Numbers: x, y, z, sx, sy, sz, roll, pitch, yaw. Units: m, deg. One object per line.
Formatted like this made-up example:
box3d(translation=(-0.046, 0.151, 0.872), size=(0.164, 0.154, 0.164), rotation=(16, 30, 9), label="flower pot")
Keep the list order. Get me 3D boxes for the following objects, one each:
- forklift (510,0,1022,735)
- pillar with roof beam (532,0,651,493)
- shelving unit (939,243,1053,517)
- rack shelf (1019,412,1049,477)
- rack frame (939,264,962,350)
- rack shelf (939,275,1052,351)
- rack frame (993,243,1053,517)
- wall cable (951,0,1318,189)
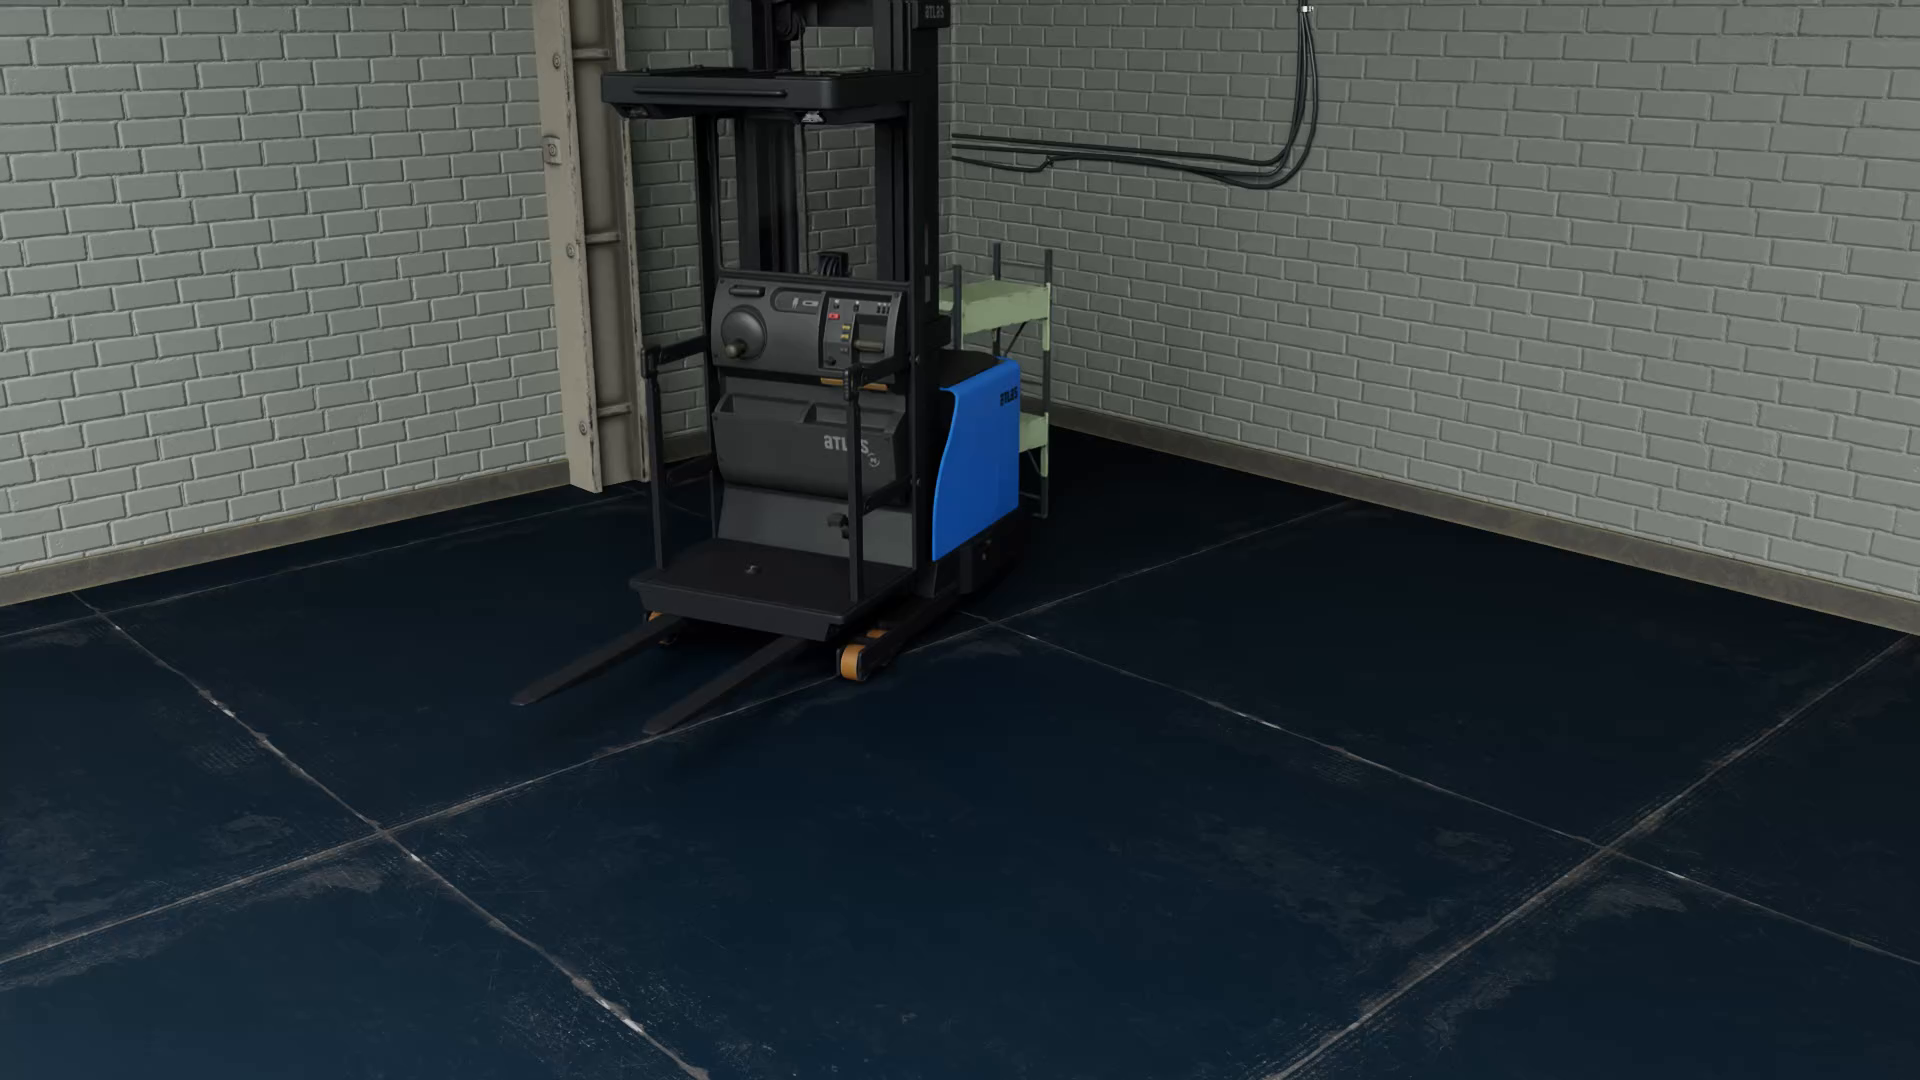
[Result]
box3d(translation=(-0.770, -0.939, 7.129), size=(1.130, 2.935, 3.031), rotation=(8, 20, 24), label="forklift")
box3d(translation=(0.835, -3.670, 5.714), size=(0.400, 9.000, 9.100), rotation=(-16, 24, -41), label="pillar with roof beam")
box3d(translation=(0.097, -0.800, 9.021), size=(0.431, 1.500, 0.755), rotation=(15, 24, 39), label="shelving unit")
box3d(translation=(0.097, -0.490, 9.121), size=(0.431, 0.370, 0.720), rotation=(15, 24, 39), label="rack shelf")
box3d(translation=(-0.148, -0.716, 8.762), size=(0.400, 1.500, 0.023), rotation=(15, 24, 39), label="rack frame")
box3d(translation=(0.097, -1.171, 8.900), size=(0.431, 0.370, 0.720), rotation=(15, 24, 39), label="rack shelf")
box3d(translation=(0.341, -0.884, 9.280), size=(0.400, 1.500, 0.023), rotation=(15, 24, 39), label="rack frame")
box3d(translation=(0.926, -3.486, 10.180), size=(0.112, 2.526, 3.097), rotation=(-16, 24, -41), label="wall cable")
